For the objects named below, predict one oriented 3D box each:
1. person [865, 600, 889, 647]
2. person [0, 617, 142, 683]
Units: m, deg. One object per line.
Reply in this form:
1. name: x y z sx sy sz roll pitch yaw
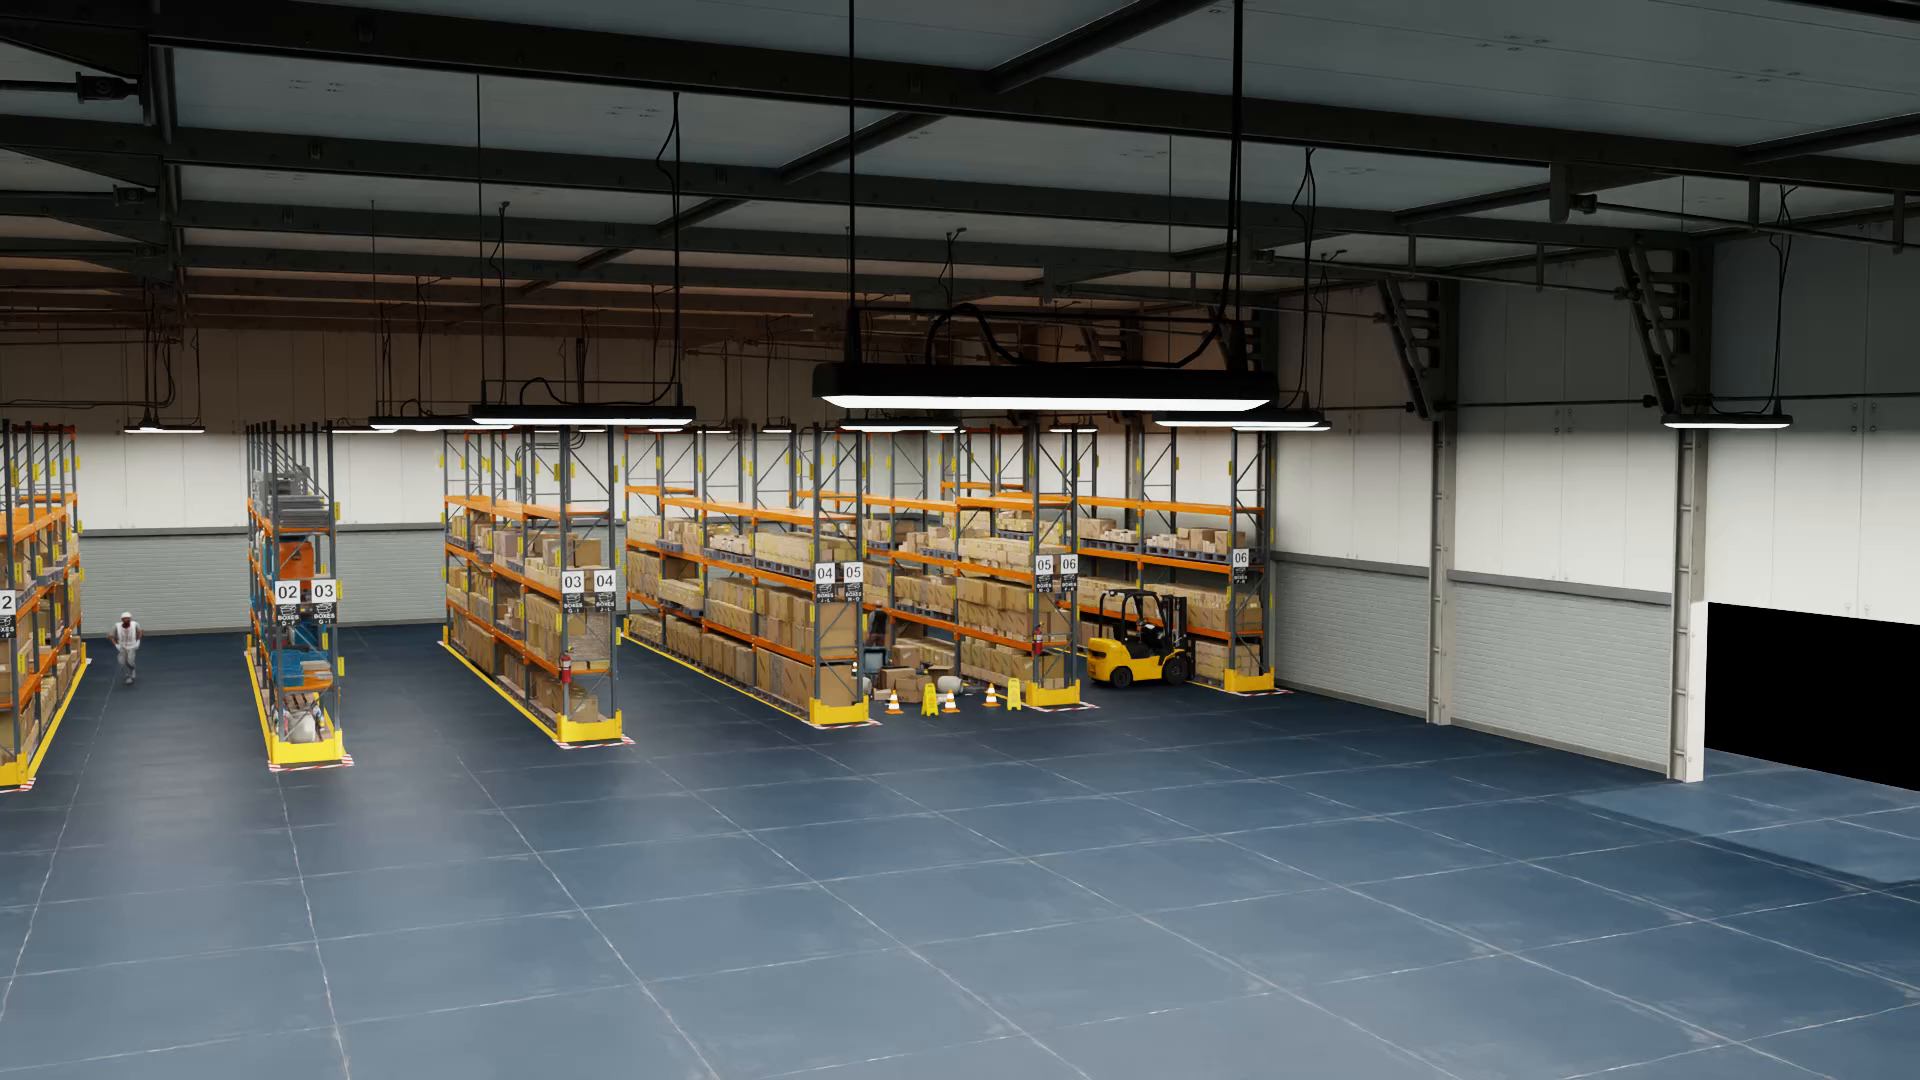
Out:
1. person: -2.024 2.298 40.503 0.587 1.669 0.425 -2 4 -26
2. person: -17.690 2.683 33.125 0.864 1.944 11.680 -1 4 -15
